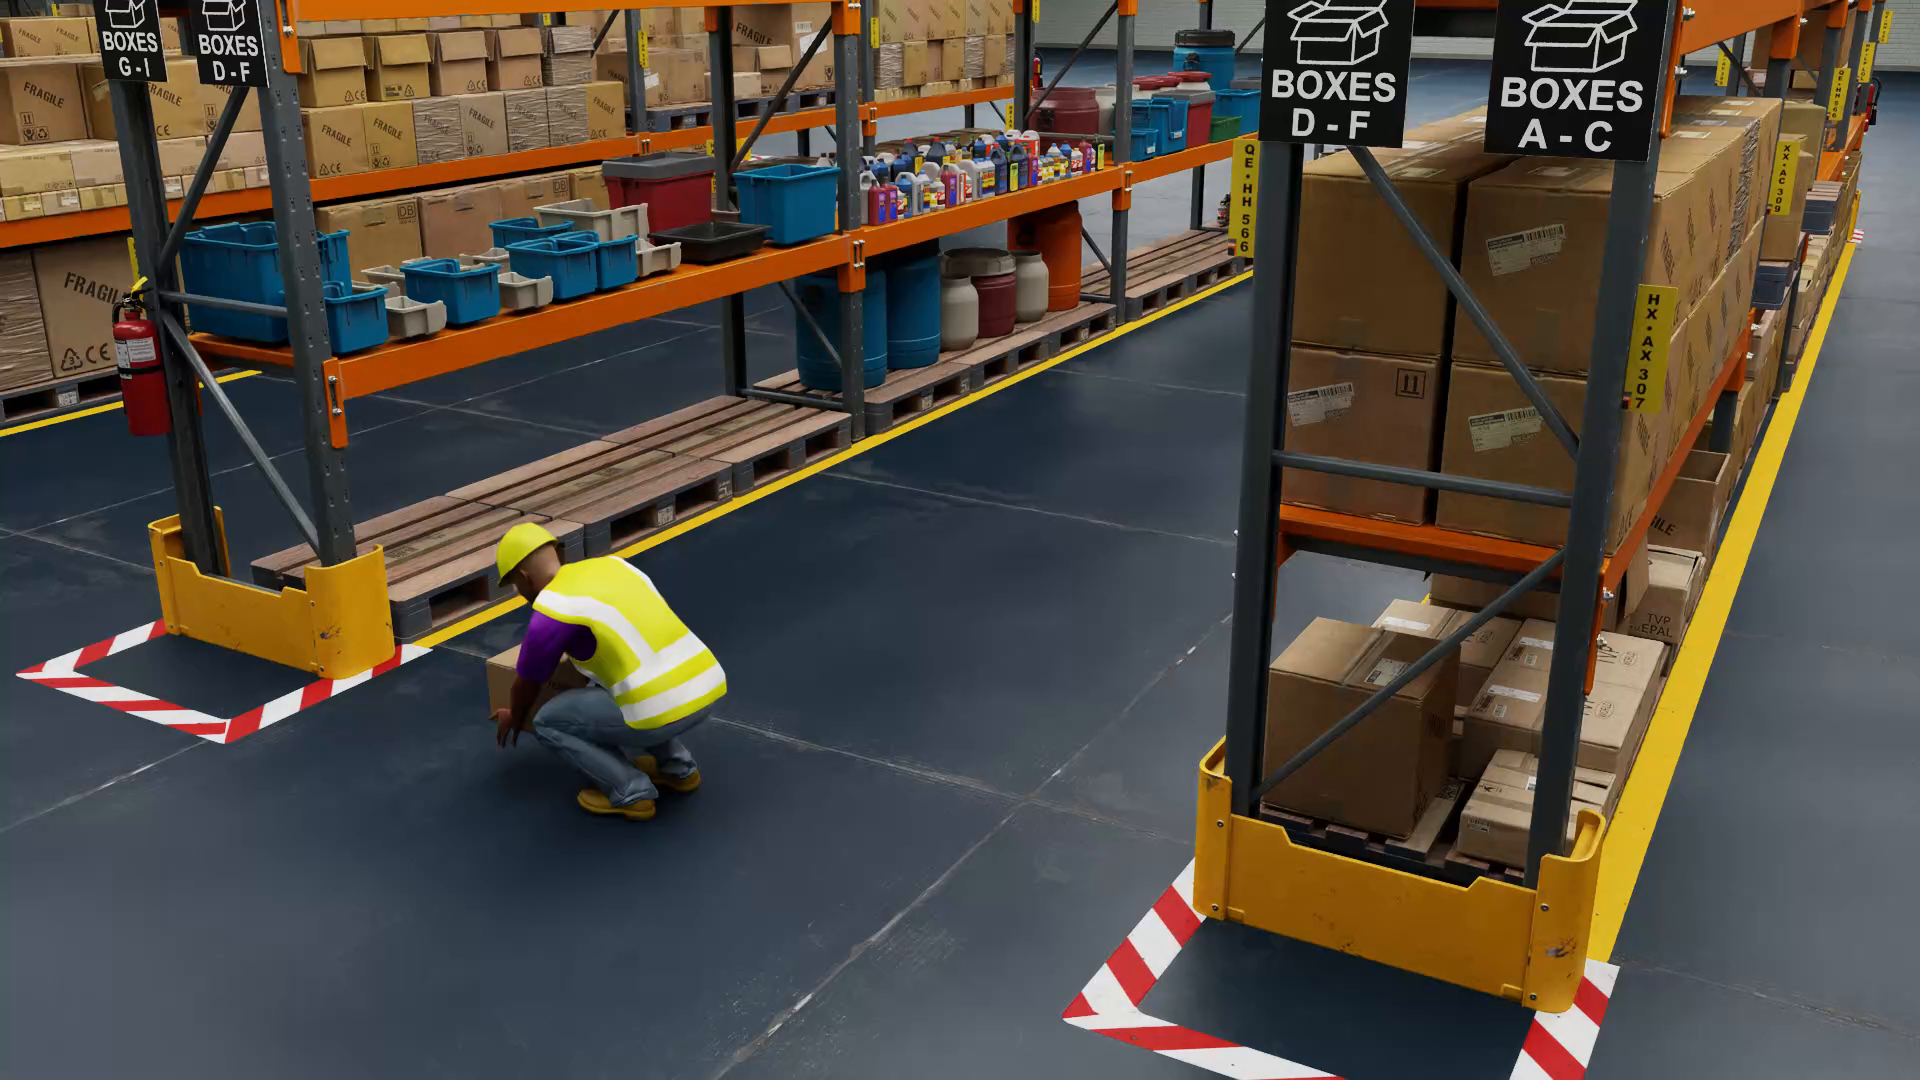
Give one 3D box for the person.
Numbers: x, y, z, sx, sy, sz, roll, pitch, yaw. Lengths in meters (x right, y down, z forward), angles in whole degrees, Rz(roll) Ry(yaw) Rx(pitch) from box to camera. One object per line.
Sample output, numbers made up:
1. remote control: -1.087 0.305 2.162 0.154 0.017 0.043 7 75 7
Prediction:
1. person: 1.607 -1.888 12.598 2.546 1.000 15.740 10 22 27
